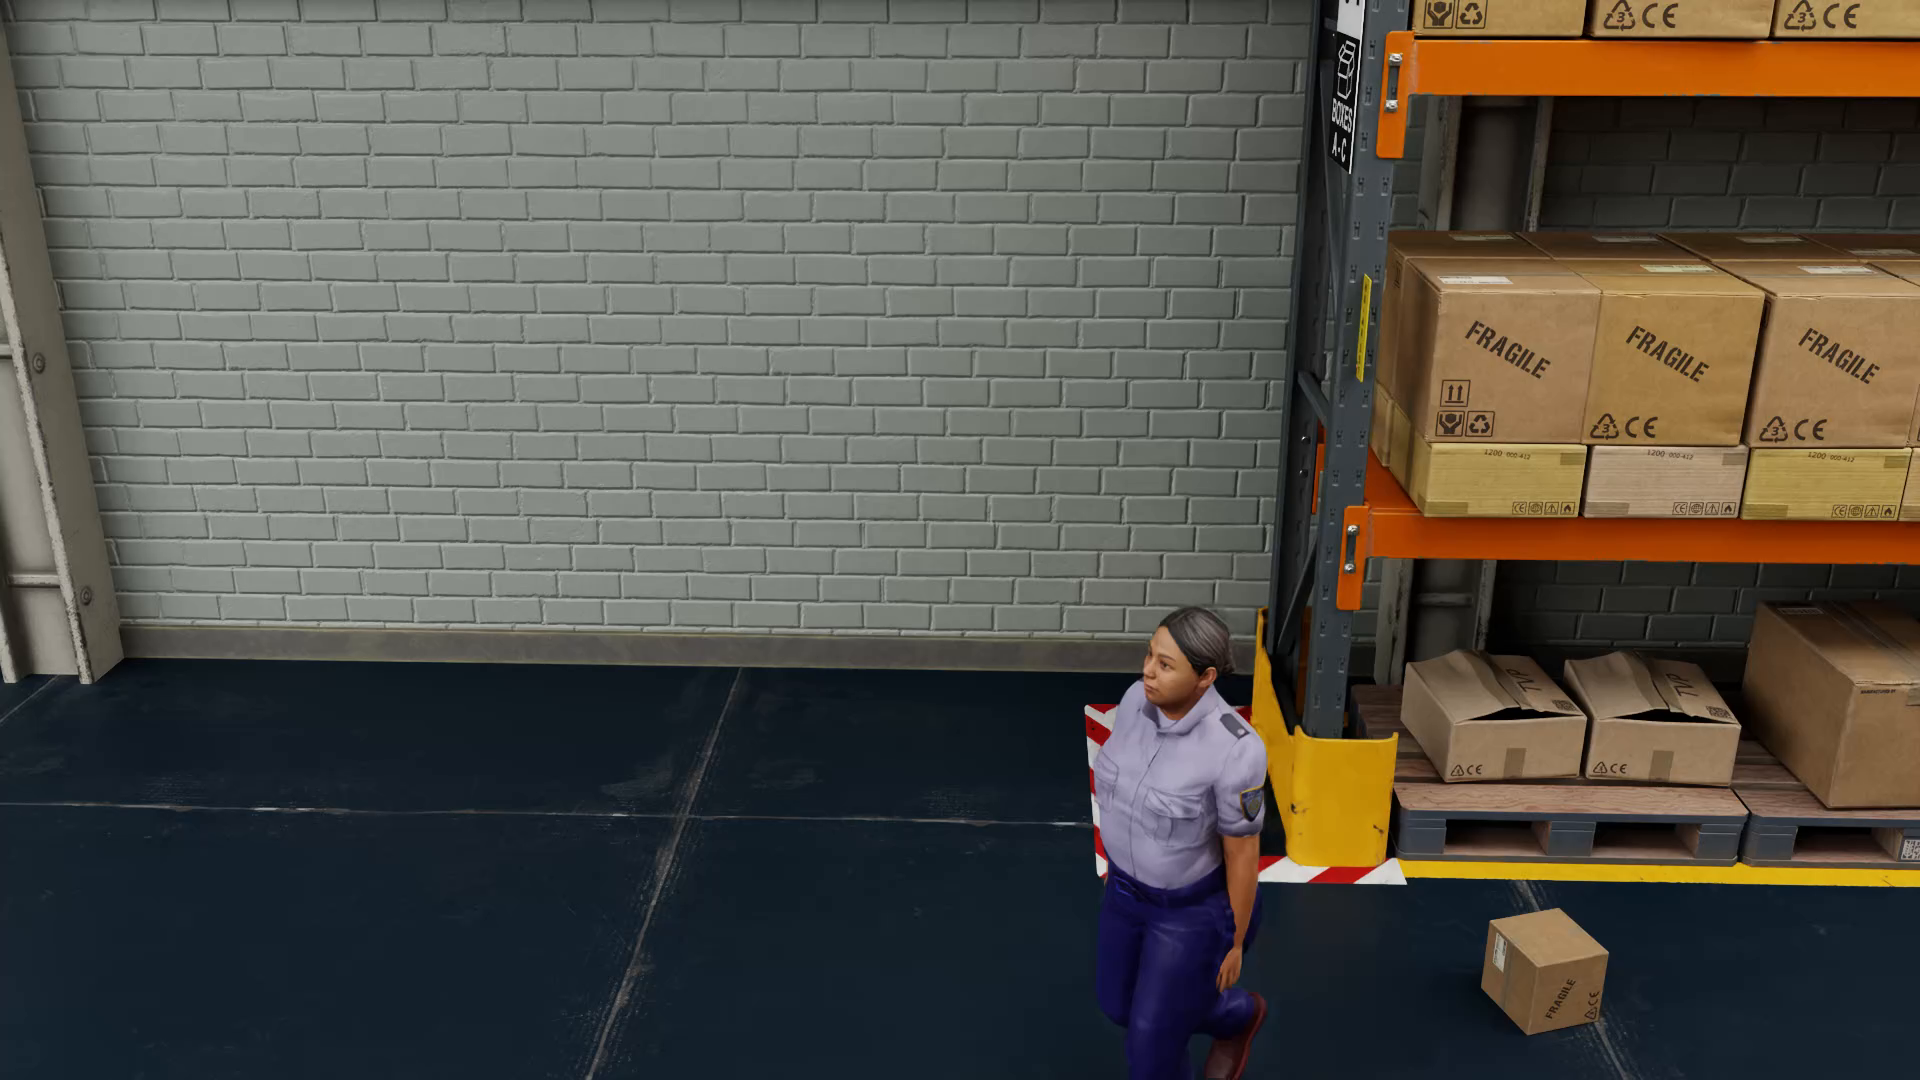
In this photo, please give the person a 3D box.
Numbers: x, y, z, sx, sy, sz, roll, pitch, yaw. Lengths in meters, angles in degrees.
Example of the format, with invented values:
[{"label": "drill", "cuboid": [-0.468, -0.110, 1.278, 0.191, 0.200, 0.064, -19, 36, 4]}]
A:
[{"label": "person", "cuboid": [0.589, 0.897, 4.236, 0.739, 1.604, 0.487, -14, 25, -32]}]
